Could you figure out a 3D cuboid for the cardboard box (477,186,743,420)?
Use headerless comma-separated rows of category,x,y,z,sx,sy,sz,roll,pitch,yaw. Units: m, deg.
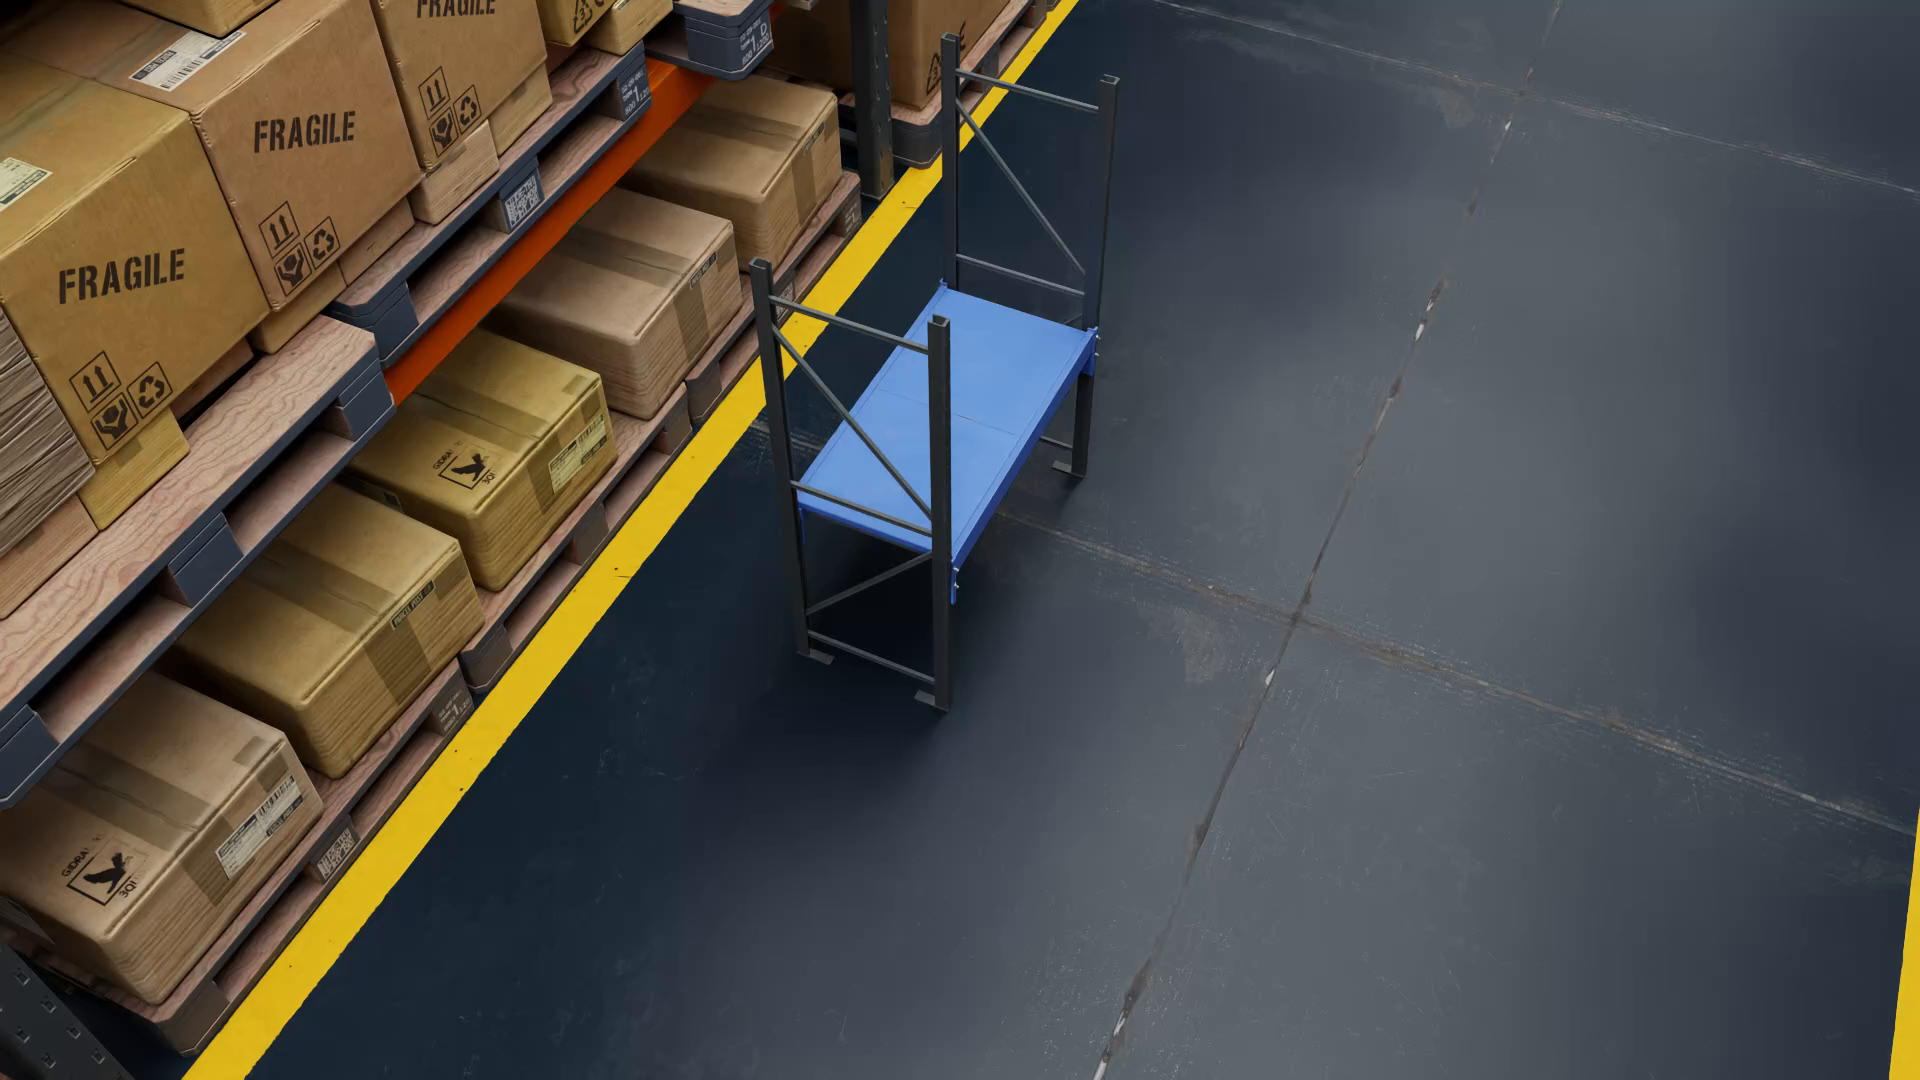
cardboard box,-1.289,-0.851,5.455,0.950,0.372,0.625,19,52,15

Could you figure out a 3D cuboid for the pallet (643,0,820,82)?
pallet,-0.939,-1.876,5.003,1.213,0.211,1.003,20,52,16

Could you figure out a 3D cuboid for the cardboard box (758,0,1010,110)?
cardboard box,-0.360,-2.360,6.408,0.875,0.875,0.875,19,52,16

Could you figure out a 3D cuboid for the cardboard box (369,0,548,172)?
cardboard box,-1.333,-1.242,3.800,0.500,0.500,0.500,18,52,15

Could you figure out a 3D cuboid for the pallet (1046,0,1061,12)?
pallet,0.197,-2.915,7.592,1.003,0.211,1.213,20,52,16

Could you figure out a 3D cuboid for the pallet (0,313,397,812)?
pallet,-1.981,-0.126,3.514,1.003,0.211,1.213,20,52,16

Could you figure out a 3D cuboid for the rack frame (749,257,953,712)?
rack frame,-0.254,-0.077,4.331,0.500,1.500,0.032,20,52,16

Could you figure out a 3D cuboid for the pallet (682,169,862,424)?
pallet,-1.066,-1.022,5.981,1.003,0.211,1.213,20,52,16

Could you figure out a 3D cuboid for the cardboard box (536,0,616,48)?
cardboard box,-1.099,-1.617,4.120,0.500,0.500,0.500,17,52,14

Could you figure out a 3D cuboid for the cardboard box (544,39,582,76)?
cardboard box,-1.215,-1.323,4.295,0.380,0.149,0.250,20,53,16

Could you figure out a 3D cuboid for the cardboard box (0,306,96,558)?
cardboard box,-1.980,-0.203,2.917,0.500,0.500,0.500,21,53,17

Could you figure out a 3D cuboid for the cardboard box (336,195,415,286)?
cardboard box,-1.496,-0.764,3.820,0.380,0.149,0.250,20,53,16

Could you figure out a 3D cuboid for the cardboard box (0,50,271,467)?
cardboard box,-1.766,-0.549,3.211,0.500,0.500,0.500,20,52,16

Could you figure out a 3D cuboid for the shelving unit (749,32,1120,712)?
shelving unit,-0.036,-0.427,4.629,0.538,1.500,1.048,20,52,16

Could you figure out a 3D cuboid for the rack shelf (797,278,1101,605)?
rack shelf,-0.036,-0.311,4.766,0.538,0.185,1.000,20,52,16

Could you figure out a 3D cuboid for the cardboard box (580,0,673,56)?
cardboard box,-0.994,-1.455,4.408,0.380,0.149,0.250,21,53,17

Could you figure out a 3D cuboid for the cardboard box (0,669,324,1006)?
cardboard box,-2.218,0.644,4.182,0.950,0.372,0.625,20,53,17

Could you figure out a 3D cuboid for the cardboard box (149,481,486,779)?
cardboard box,-1.913,0.148,4.604,0.950,0.372,0.625,23,53,18

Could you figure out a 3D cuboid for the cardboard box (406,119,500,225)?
cardboard box,-1.336,-0.930,3.961,0.380,0.149,0.250,22,53,17

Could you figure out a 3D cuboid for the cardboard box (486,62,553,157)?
cardboard box,-1.248,-1.123,4.125,0.380,0.149,0.250,18,52,15

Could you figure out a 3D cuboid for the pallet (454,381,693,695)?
pallet,-1.588,-0.185,5.269,1.003,0.211,1.213,20,52,16

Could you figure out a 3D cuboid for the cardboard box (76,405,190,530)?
cardboard box,-1.803,-0.211,3.349,0.380,0.149,0.250,21,53,17

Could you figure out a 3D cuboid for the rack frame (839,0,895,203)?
rack frame,-0.730,-2.463,5.377,1.000,3.000,0.127,20,52,16

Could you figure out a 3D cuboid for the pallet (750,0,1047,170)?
pallet,-0.326,-2.078,6.880,1.003,0.211,1.213,20,52,16

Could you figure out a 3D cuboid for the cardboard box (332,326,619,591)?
cardboard box,-1.618,-0.331,5.012,0.950,0.372,0.625,21,53,17

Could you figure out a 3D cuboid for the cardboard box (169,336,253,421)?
cardboard box,-1.751,-0.431,3.536,0.380,0.149,0.250,23,53,18

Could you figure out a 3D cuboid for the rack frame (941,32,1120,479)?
rack frame,0.181,-0.777,4.927,0.500,1.500,0.032,20,52,16

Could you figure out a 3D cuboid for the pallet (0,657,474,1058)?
pallet,-2.108,0.658,4.552,1.003,0.211,1.213,20,52,16

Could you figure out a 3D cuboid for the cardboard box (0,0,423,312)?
cardboard box,-1.543,-0.885,3.496,0.500,0.500,0.500,20,52,16

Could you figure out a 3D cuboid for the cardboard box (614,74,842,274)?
cardboard box,-0.981,-1.362,5.889,0.950,0.372,0.625,17,52,14

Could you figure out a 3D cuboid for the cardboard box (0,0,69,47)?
cardboard box,-2.013,-1.062,3.647,0.500,0.500,0.500,21,53,17

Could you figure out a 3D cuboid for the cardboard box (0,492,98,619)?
cardboard box,-1.918,-0.042,3.205,0.380,0.149,0.250,21,53,17

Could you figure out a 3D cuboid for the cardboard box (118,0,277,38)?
cardboard box,-1.548,-1.175,3.317,0.380,0.149,0.250,23,53,18

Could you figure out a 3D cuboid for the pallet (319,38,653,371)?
pallet,-1.539,-1.025,4.278,1.003,0.211,1.213,20,52,16

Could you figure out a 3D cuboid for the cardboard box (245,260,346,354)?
cardboard box,-1.603,-0.594,3.675,0.380,0.149,0.250,21,53,17
